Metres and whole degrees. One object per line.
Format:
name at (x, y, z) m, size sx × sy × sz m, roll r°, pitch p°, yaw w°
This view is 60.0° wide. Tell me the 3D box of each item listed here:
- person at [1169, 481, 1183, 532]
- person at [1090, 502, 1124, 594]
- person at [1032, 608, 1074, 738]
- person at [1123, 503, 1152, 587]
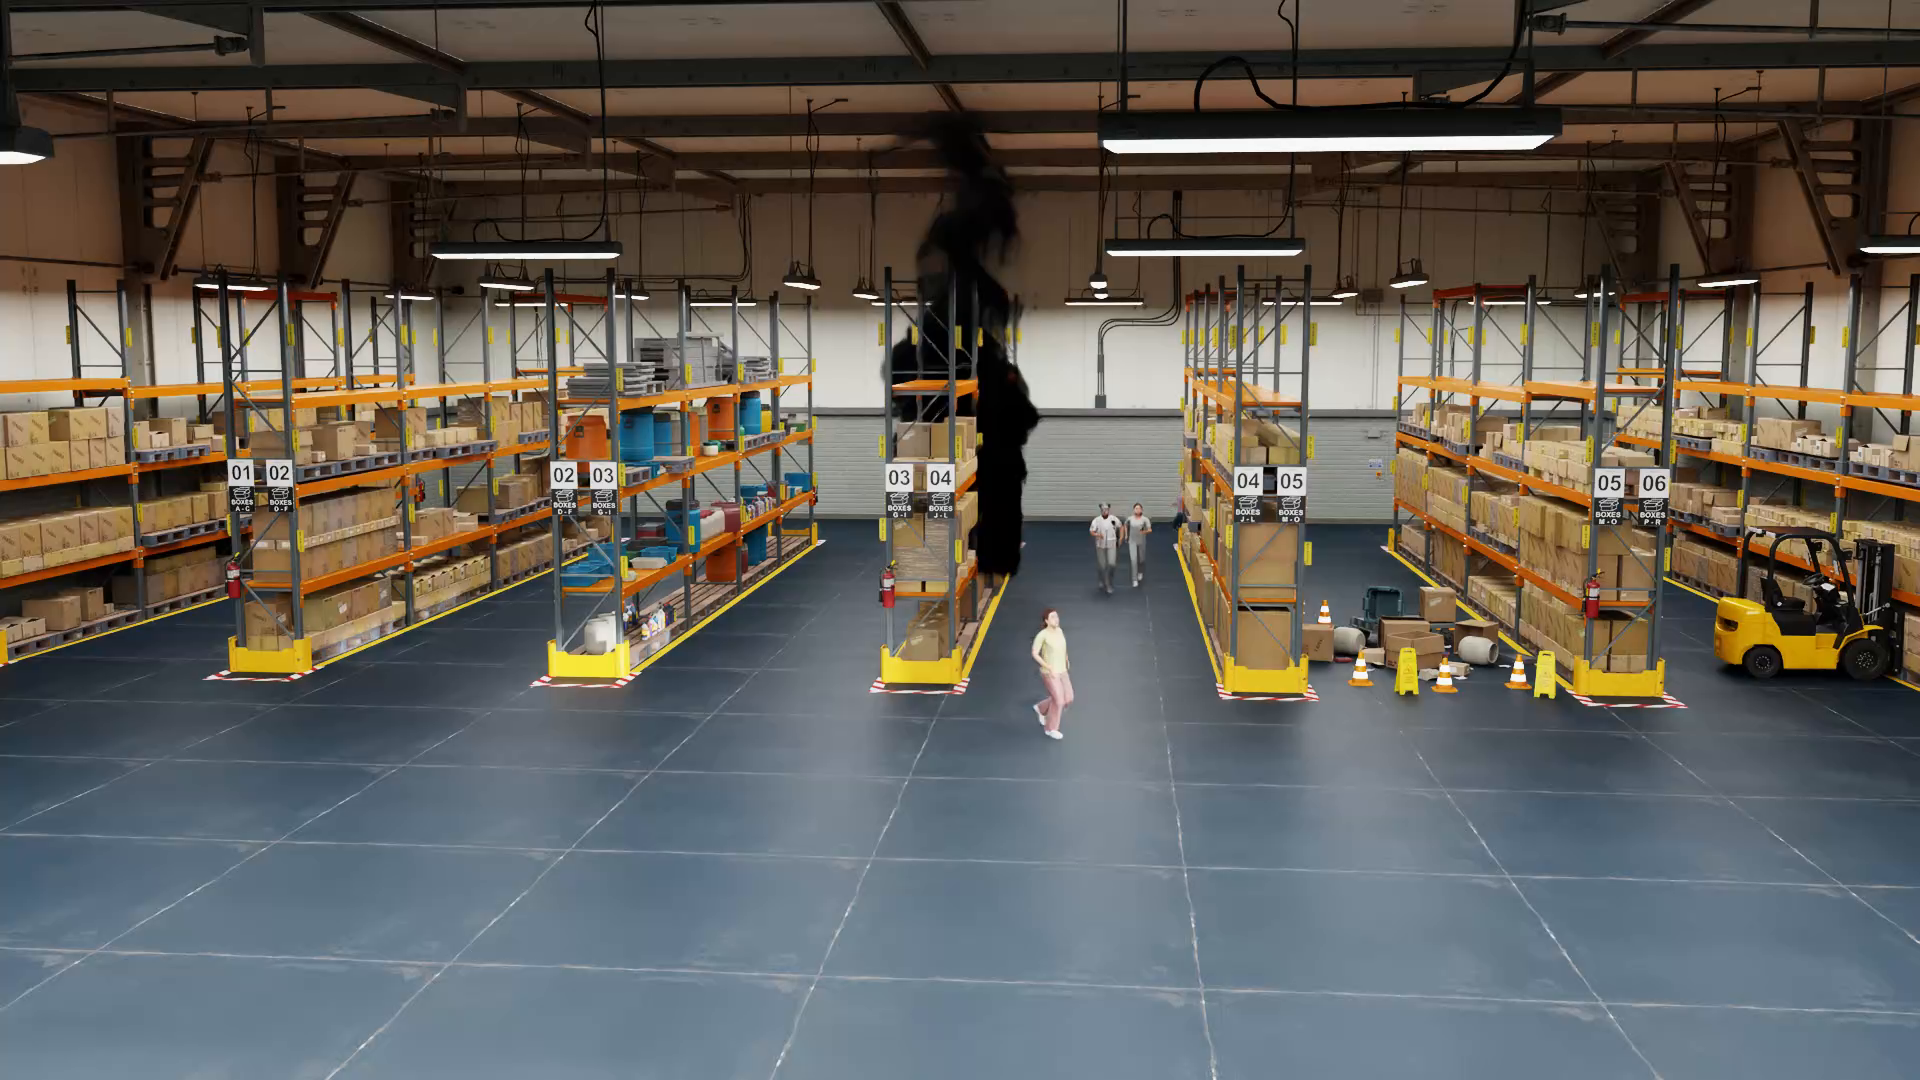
person at (5.373, -0.673, 40.447) m, size 0.523 × 1.537 × 0.582 m, roll -1°, pitch 7°, yaw -7°
person at (2.897, 0.162, 32.885) m, size 0.670 × 1.830 × 0.773 m, roll 1°, pitch 7°, yaw 5°
person at (1.165, 1.667, 20.926) m, size 0.580 × 1.636 × 0.495 m, roll -7°, pitch 10°, yaw -44°
person at (3.588, 0.074, 33.653) m, size 0.570 × 1.646 × 0.961 m, roll 1°, pitch 7°, yaw 4°
